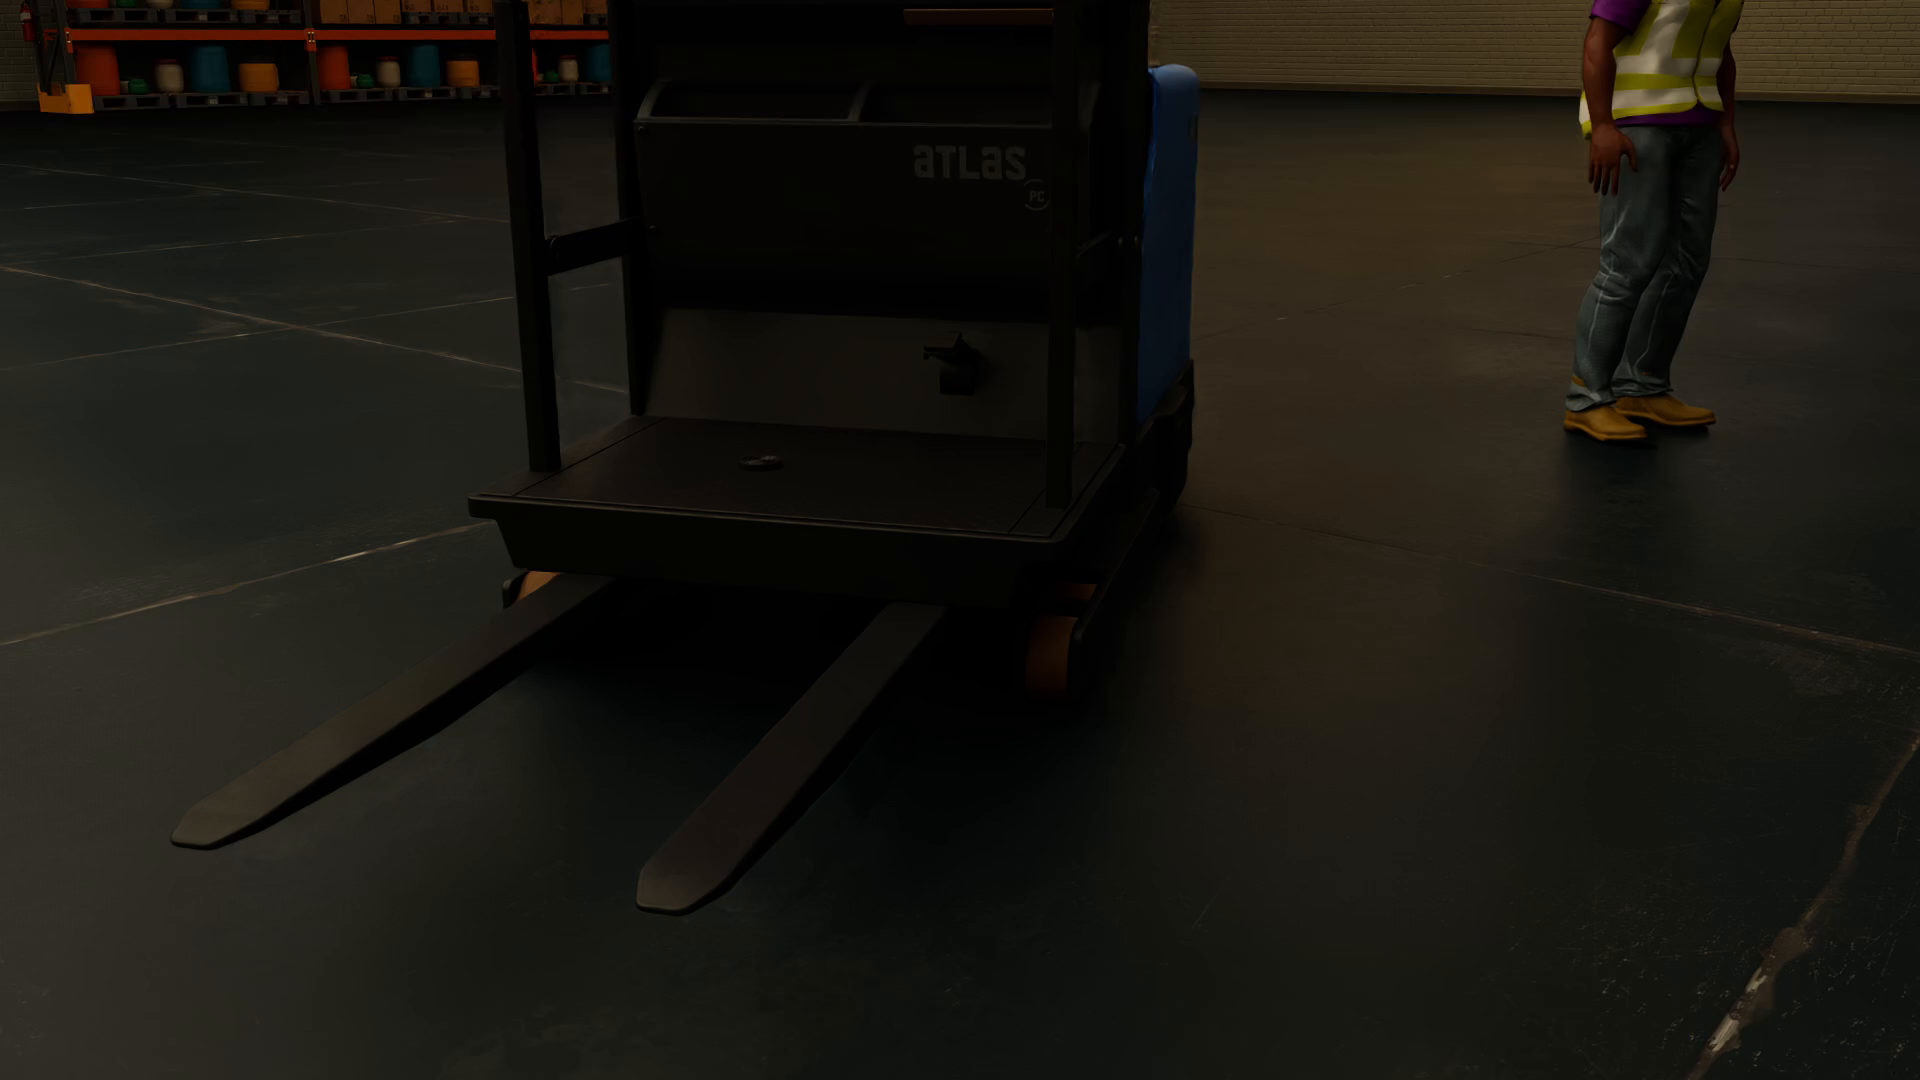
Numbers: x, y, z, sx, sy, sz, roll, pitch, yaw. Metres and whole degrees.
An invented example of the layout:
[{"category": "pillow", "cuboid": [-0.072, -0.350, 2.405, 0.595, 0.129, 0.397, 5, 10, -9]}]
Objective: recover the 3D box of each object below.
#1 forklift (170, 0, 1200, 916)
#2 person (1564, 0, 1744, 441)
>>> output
[{"category": "forklift", "cuboid": [-0.239, -1.230, 2.948, 1.130, 2.935, 3.031, 4, 17, 14]}, {"category": "person", "cuboid": [2.051, -1.185, 4.821, 0.643, 1.759, 0.458, -11, 20, -31]}]
